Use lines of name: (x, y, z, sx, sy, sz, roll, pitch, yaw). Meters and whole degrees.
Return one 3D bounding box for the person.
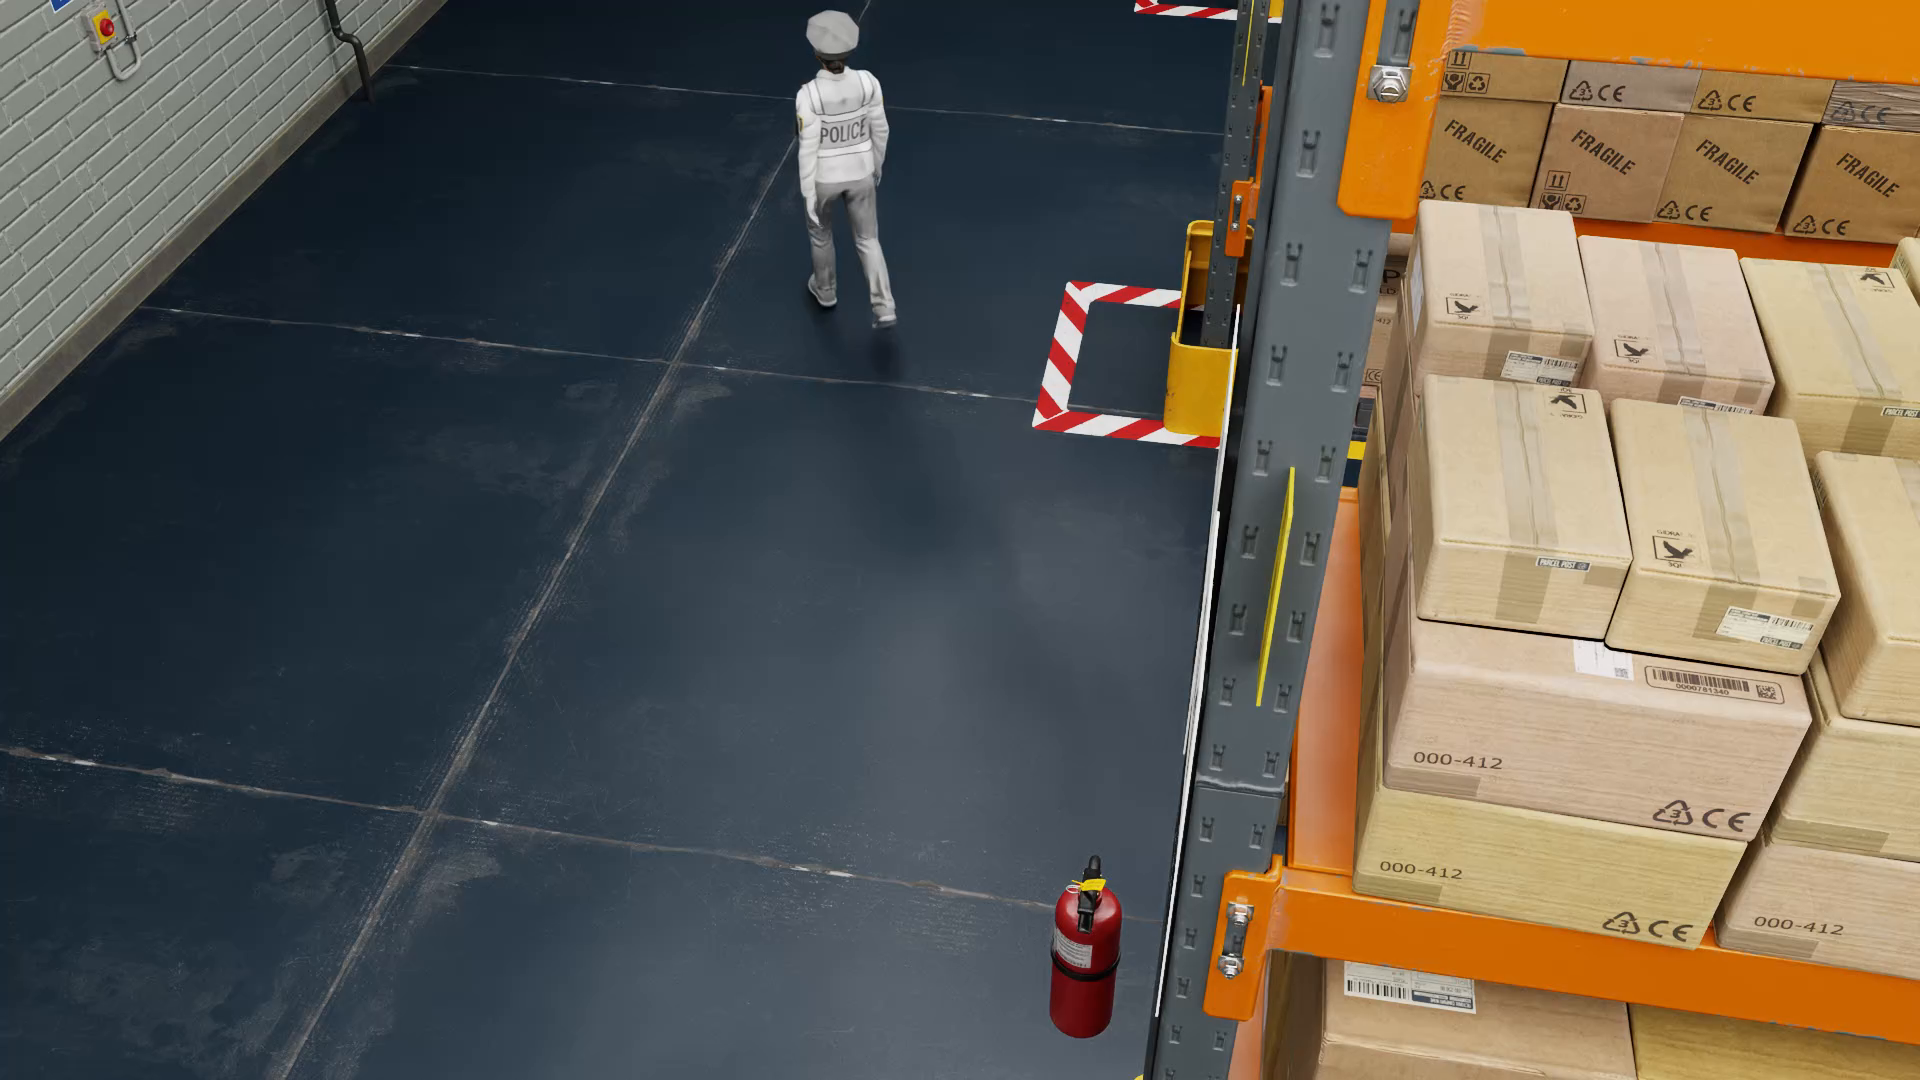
person: (-0.569, -1.795, 8.206, 0.484, 1.655, 0.840, -13, 42, -15)
